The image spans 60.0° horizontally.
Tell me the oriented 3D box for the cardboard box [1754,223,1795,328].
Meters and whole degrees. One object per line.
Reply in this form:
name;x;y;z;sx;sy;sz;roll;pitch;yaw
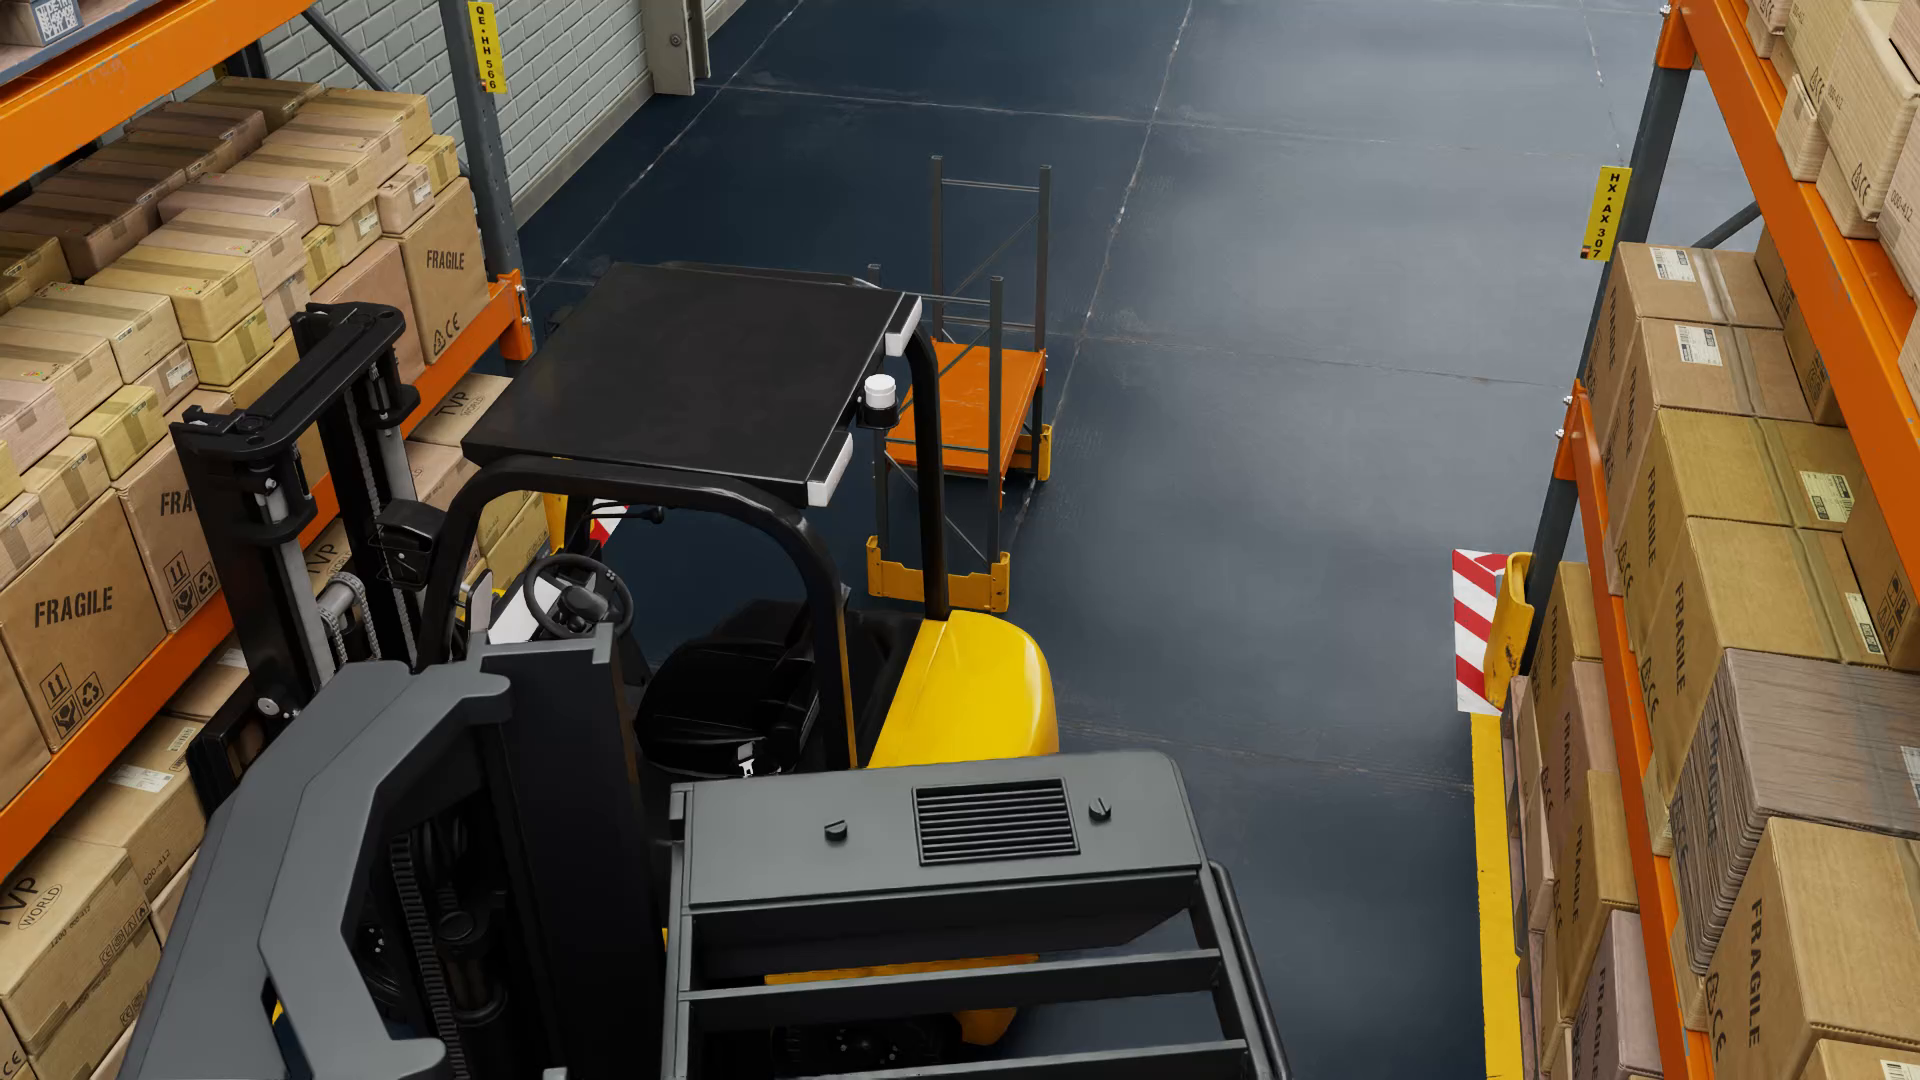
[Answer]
cardboard box;2.742;-0.889;4.729;0.700;0.500;0.500;6;36;9

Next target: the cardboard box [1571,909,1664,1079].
cardboard box;1.863;1.333;4.202;0.500;0.500;0.500;9;37;12

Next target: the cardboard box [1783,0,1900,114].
cardboard box;2.067;-1.076;3.496;0.500;0.250;0.500;8;37;11

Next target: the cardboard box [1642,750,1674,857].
cardboard box;1.872;0.652;4.009;0.380;0.149;0.250;8;37;10

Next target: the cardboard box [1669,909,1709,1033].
cardboard box;1.768;0.947;3.602;0.380;0.149;0.250;7;36;9

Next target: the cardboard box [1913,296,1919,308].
cardboard box;1.925;-0.408;2.915;0.380;0.149;0.250;8;37;11

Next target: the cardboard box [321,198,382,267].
cardboard box;-2.153;-1.041;5.492;0.380;0.149;0.250;8;37;11

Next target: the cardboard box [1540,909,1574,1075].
cardboard box;1.975;1.334;4.838;0.500;0.250;0.500;10;37;13

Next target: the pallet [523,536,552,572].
pallet;-2.334;0.310;6.643;1.003;0.211;1.213;7;37;10

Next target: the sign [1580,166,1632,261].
sign;2.108;-1.061;5.421;0.100;0.325;0.005;7;37;10

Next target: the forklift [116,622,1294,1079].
forklift;-0.072;1.491;2.696;3.031;2.935;1.130;-3;36;-5

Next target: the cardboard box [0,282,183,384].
cardboard box;-2.405;-0.575;4.596;0.380;0.149;0.250;8;37;11

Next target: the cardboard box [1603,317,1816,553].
cardboard box;2.158;-0.270;4.728;0.500;0.500;0.500;8;37;11

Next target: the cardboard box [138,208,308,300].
cardboard box;-2.207;-0.860;4.988;0.380;0.149;0.250;8;37;11

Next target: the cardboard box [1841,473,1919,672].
cardboard box;2.376;-0.025;3.538;0.700;0.500;0.500;7;37;10

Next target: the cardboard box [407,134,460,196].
cardboard box;-2.012;-1.332;5.894;0.380;0.149;0.250;8;37;11

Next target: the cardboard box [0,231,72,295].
cardboard box;-2.875;-0.790;4.892;0.380;0.149;0.250;6;36;9

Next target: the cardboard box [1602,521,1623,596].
cardboard box;2.088;0.056;4.831;0.380;0.149;0.250;8;37;11

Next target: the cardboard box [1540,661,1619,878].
cardboard box;2.084;0.738;5.021;0.500;0.500;0.500;6;36;8

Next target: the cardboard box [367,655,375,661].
cardboard box;-2.218;0.381;5.728;0.500;0.250;0.500;7;36;9

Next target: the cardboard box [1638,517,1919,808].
cardboard box;1.950;0.315;3.921;0.500;0.500;0.500;7;36;9

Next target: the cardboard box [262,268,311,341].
cardboard box;-2.228;-0.741;5.079;0.380;0.149;0.250;6;36;8

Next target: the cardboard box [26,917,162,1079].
cardboard box;-2.556;1.243;4.538;0.500;0.250;0.500;7;37;10

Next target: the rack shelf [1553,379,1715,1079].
rack shelf;2.211;0.795;4.210;1.077;0.370;4.000;7;37;10

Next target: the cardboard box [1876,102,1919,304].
cardboard box;1.845;-0.491;2.690;0.500;0.250;0.500;7;36;9

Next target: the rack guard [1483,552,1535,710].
rack guard;2.622;0.413;6.255;1.175;0.500;0.348;7;37;10

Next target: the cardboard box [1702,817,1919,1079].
cardboard box;1.739;0.907;3.103;0.500;0.500;0.500;9;37;12

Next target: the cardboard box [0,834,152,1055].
cardboard box;-2.537;1.039;4.394;0.500;0.250;0.500;7;37;10

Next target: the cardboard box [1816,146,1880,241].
cardboard box;1.961;-0.709;3.330;0.380;0.149;0.250;6;36;9

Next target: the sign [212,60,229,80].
sign;-2.753;-1.719;6.260;0.100;0.325;0.005;7;37;10

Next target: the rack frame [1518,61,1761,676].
rack frame;2.638;-0.643;5.581;1.000;3.000;0.127;7;37;10

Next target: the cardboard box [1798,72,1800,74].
cardboard box;2.109;-0.999;3.731;0.380;0.149;0.250;6;36;9

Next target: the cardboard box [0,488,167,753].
cardboard box;-2.514;0.177;4.365;0.500;0.500;0.500;7;37;10

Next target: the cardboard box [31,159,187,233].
cardboard box;-2.691;-1.082;5.295;0.380;0.149;0.250;8;37;10

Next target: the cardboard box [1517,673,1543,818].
cardboard box;2.195;0.728;5.675;0.500;0.250;0.500;7;37;10

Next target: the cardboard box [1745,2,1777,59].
cardboard box;2.191;-1.297;4.142;0.380;0.149;0.250;8;37;11

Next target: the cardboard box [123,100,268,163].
cardboard box;-2.610;-1.376;5.701;0.380;0.149;0.250;9;37;12

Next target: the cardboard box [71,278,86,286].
cardboard box;-2.828;-0.830;5.202;0.380;0.149;0.250;8;37;10

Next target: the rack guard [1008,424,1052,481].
rack guard;0.123;-0.430;7.631;0.587;0.250;0.087;7;37;10

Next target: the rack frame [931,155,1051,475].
rack frame;0.127;-0.948;7.279;0.500;1.500;0.032;7;37;10

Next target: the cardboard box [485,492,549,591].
cardboard box;-2.004;-0.011;6.694;0.500;0.250;0.500;8;37;10

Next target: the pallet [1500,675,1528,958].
pallet;2.414;0.991;5.703;1.003;0.211;1.213;7;37;10

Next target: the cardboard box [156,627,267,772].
cardboard box;-2.323;0.452;5.203;0.500;0.250;0.500;7;36;9

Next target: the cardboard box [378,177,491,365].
cardboard box;-2.061;-0.988;5.973;0.500;0.500;0.500;7;36;9

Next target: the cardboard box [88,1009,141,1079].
cardboard box;-2.546;1.445;4.686;0.500;0.250;0.500;7;36;9

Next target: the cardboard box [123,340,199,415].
cardboard box;-2.404;-0.462;4.693;0.380;0.149;0.250;7;37;10

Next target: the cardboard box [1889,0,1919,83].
cardboard box;1.876;-0.895;2.908;0.380;0.149;0.250;8;37;11

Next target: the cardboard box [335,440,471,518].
cardboard box;-2.109;-0.128;6.004;0.500;0.250;0.500;8;37;11

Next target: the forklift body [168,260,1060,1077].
forklift body;-0.835;0.396;4.870;2.313;2.155;1.214;7;37;10

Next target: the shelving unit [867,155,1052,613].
shelving unit;0.016;-0.651;6.870;0.587;1.500;1.083;7;37;10

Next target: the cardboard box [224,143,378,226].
cardboard box;-2.134;-1.156;5.398;0.380;0.149;0.250;8;37;11

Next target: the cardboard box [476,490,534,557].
cardboard box;-2.011;-0.204;6.535;0.500;0.250;0.500;7;36;9

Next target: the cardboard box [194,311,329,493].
cardboard box;-2.290;-0.398;5.158;0.500;0.500;0.500;7;36;9

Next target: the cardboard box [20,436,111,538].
cardboard box;-2.440;-0.153;4.267;0.380;0.149;0.250;6;36;8

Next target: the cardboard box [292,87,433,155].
cardboard box;-2.083;-1.455;5.810;0.380;0.149;0.250;7;37;10

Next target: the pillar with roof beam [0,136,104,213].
pillar with roof beam;0.964;-2.866;3.537;9.100;9.000;0.400;7;37;10

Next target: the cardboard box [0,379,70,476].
cardboard box;-2.511;-0.287;4.199;0.380;0.149;0.250;7;37;10
